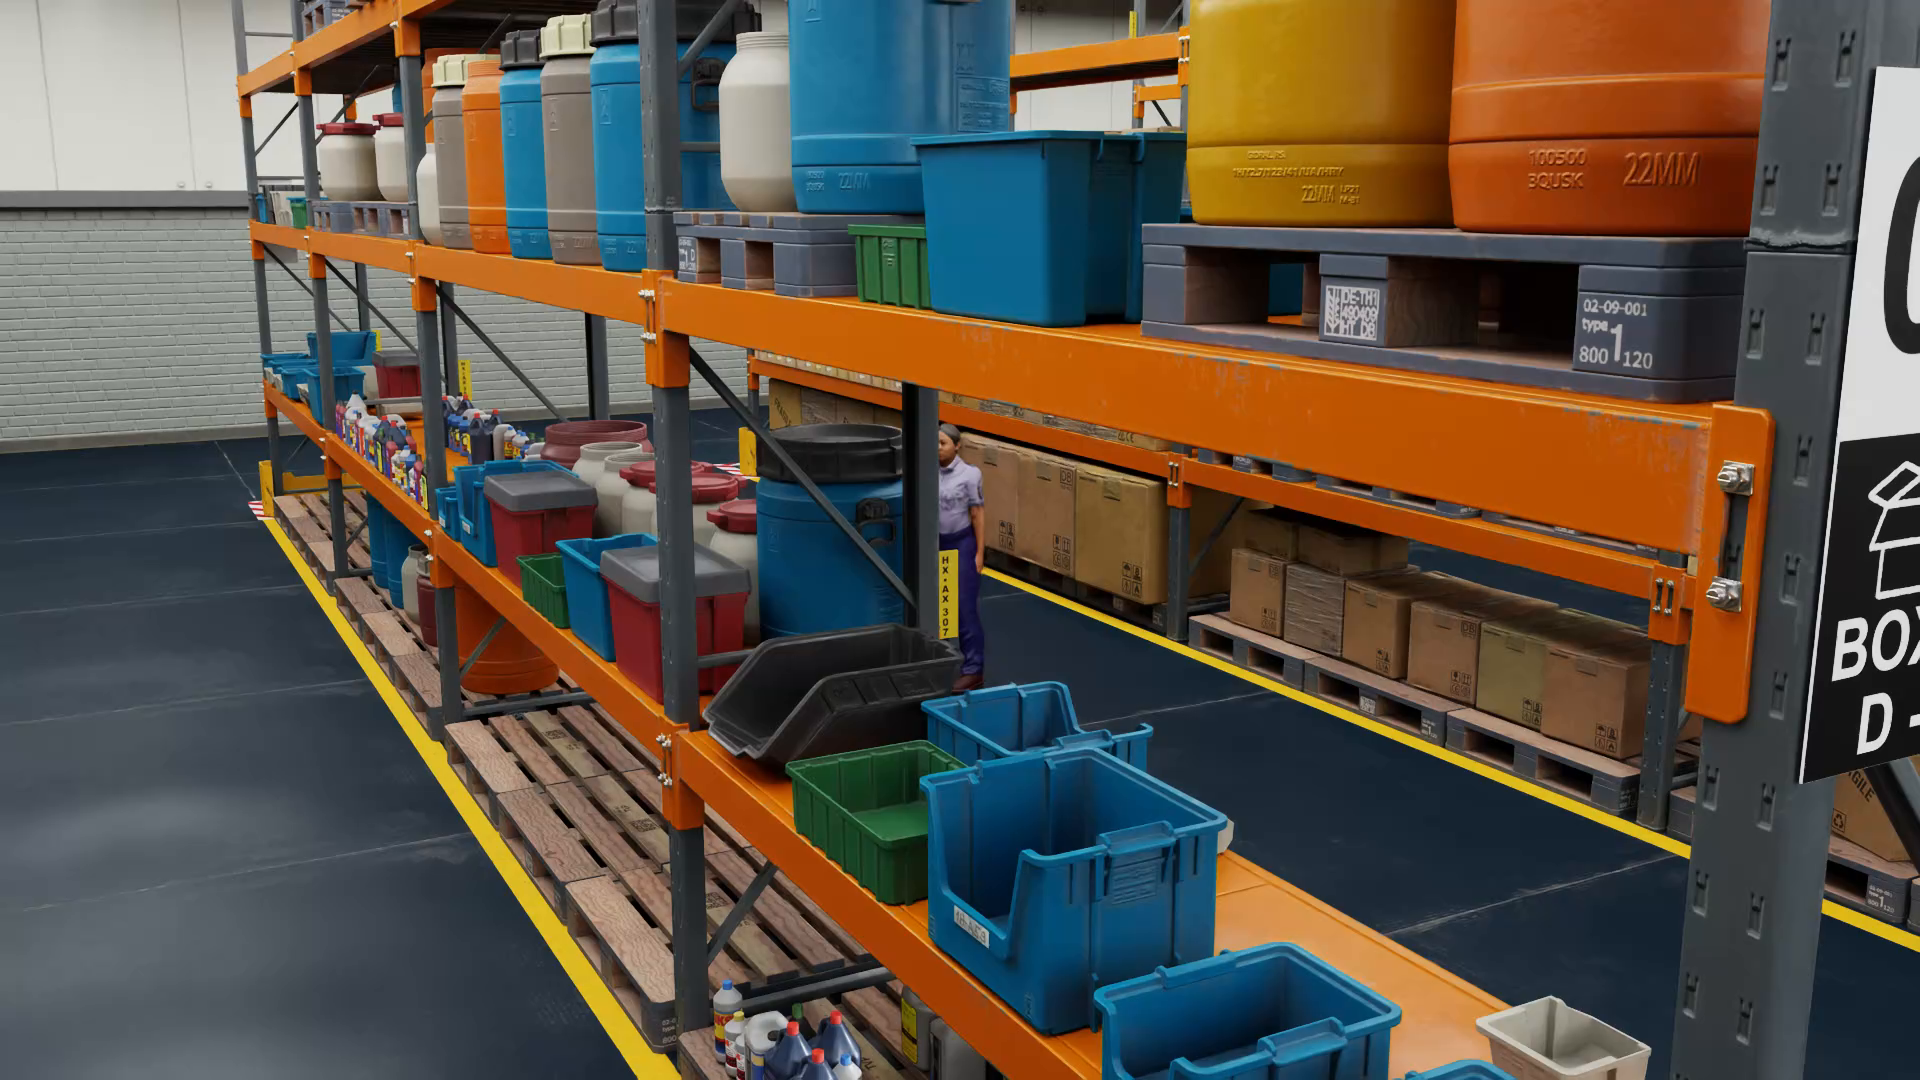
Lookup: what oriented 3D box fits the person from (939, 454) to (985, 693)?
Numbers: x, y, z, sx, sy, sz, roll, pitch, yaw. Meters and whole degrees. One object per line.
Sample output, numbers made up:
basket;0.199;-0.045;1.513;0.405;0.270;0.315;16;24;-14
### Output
person;-0.085;0.194;10.478;0.553;1.455;0.477;8;14;33
